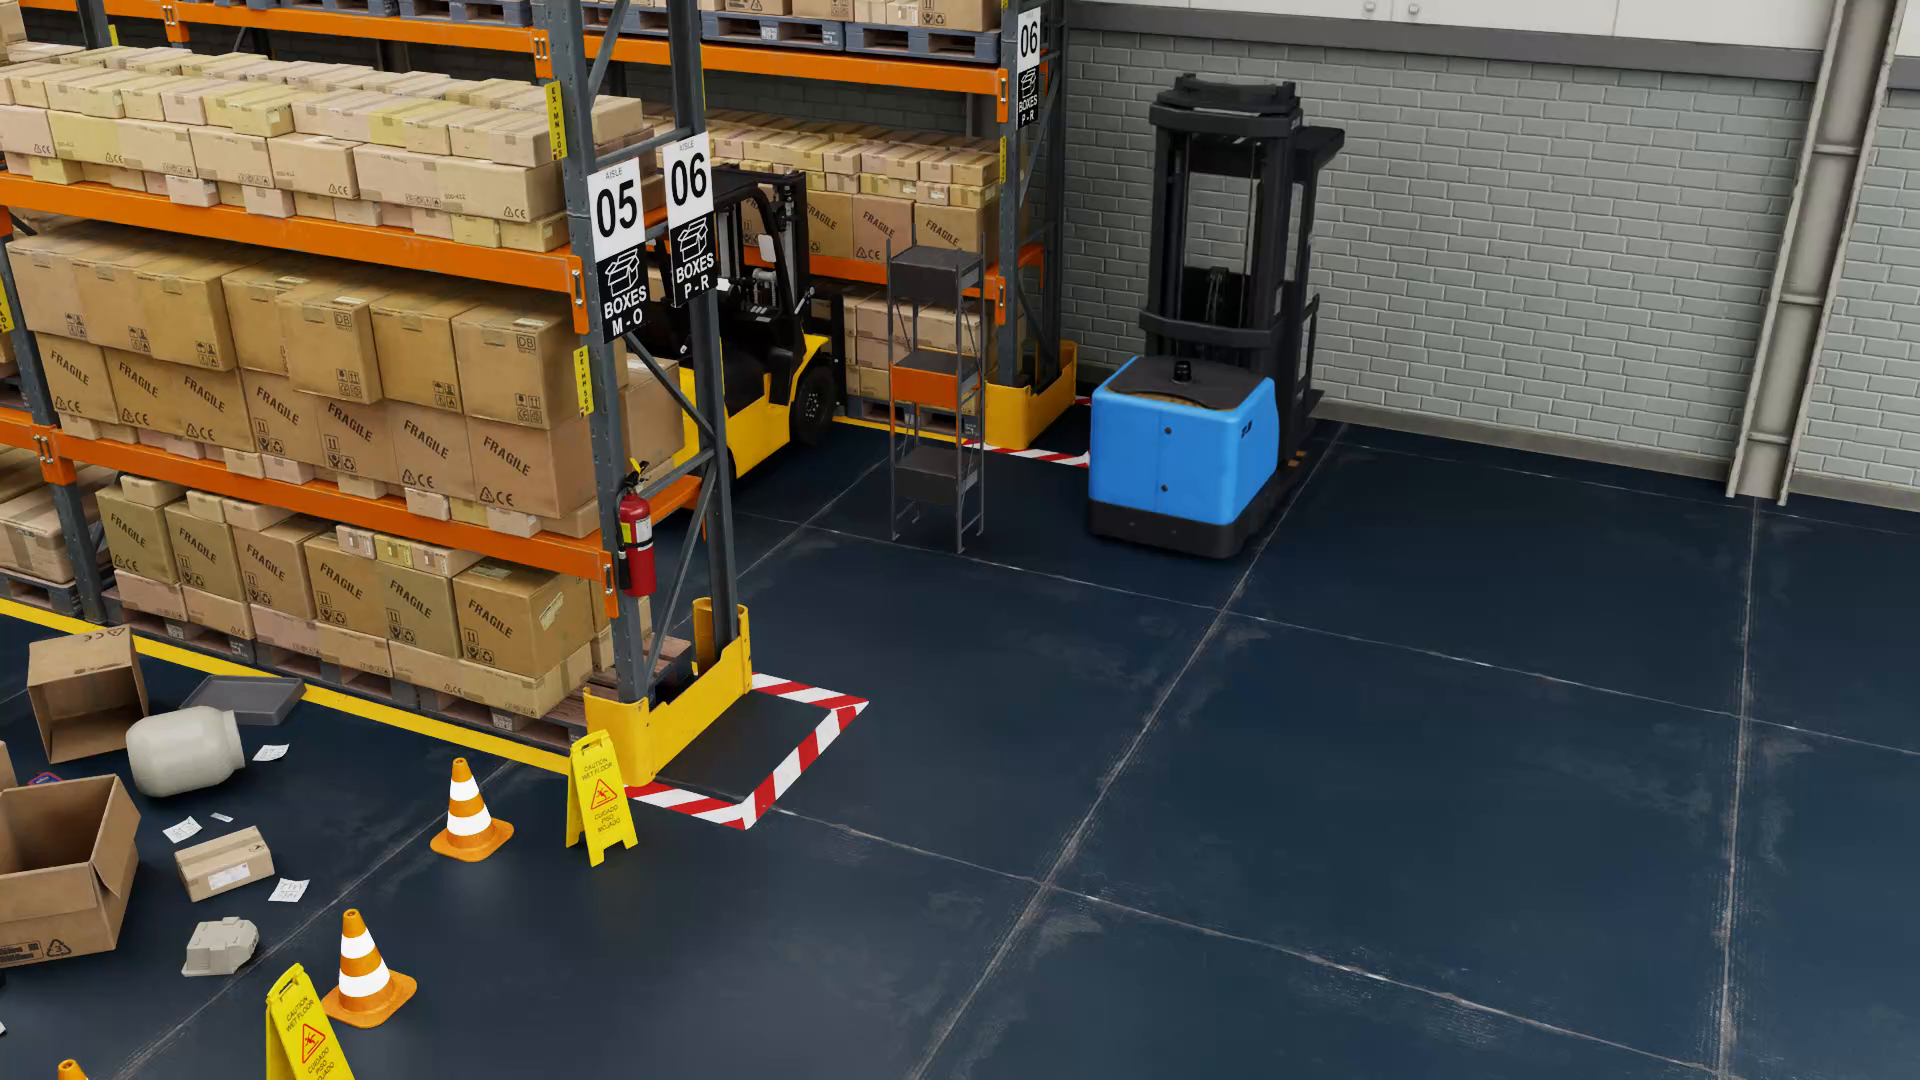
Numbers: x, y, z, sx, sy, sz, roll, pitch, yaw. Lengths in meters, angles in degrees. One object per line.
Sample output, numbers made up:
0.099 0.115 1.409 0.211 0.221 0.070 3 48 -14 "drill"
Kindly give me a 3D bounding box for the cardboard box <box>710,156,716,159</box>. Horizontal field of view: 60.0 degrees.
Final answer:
-1.998 -2.990 13.149 0.250 0.149 0.380 11 28 21 "cardboard box"

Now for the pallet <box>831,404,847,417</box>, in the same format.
-1.275 -1.389 13.902 1.213 0.211 1.003 11 28 22 "pallet"

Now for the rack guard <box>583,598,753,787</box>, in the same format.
-1.575 0.811 9.107 0.348 0.500 1.175 11 28 22 "rack guard"

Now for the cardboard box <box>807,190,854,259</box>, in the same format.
-0.947 -2.515 12.918 0.500 0.500 0.500 11 28 21 "cardboard box"

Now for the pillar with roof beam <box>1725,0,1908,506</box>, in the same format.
3.964 -2.646 6.507 0.400 9.000 9.100 11 28 22 "pillar with roof beam"

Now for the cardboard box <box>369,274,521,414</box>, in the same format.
-2.519 -1.025 8.424 0.500 0.500 0.700 12 29 22 "cardboard box"

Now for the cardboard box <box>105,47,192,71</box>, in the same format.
-4.500 -2.632 9.256 0.250 0.149 0.380 11 28 21 "cardboard box"

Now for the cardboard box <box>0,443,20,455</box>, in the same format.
-6.915 -0.389 11.214 0.625 0.372 0.950 12 29 23 "cardboard box"

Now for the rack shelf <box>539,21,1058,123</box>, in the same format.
-1.275 -3.682 12.821 4.000 0.370 1.077 11 28 22 "rack shelf"

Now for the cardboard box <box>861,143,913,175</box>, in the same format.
-0.551 -2.888 12.606 0.250 0.149 0.380 12 28 22 "cardboard box"

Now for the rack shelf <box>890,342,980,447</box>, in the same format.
-0.151 -0.960 10.923 0.480 0.518 0.431 11 28 22 "rack shelf"

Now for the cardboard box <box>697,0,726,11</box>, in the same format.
-1.871 -4.150 12.520 0.258 0.266 0.396 11 28 21 "cardboard box"

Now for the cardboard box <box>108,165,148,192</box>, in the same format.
-4.267 -1.973 8.819 0.250 0.149 0.380 12 29 23 "cardboard box"

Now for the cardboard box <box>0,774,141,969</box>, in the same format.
-4.153 1.520 7.663 0.637 0.503 0.797 -7 27 -14 "cardboard box"

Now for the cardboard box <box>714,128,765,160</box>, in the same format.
-1.723 -3.113 13.062 0.250 0.149 0.380 11 28 22 "cardboard box"

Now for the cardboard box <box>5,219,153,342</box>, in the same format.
-4.836 -1.487 9.363 0.500 0.500 0.700 11 28 21 "cardboard box"

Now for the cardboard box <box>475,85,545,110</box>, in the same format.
-2.183 -2.145 8.266 0.250 0.149 0.380 11 28 22 "cardboard box"

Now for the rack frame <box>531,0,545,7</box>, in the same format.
-3.096 -5.716 12.742 0.127 3.000 1.000 11 28 22 "rack frame"

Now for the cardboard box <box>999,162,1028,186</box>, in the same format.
0.344 -2.796 12.754 0.250 0.149 0.380 11 28 21 "cardboard box"

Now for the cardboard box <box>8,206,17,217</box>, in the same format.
-9.542 -3.282 16.945 0.500 0.500 0.500 11 28 21 "cardboard box"

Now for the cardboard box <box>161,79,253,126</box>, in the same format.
-3.787 -2.214 8.406 0.250 0.149 0.380 11 28 21 "cardboard box"

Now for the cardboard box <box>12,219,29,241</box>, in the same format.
-5.912 -1.687 10.425 0.500 0.500 0.500 11 28 22 "cardboard box"

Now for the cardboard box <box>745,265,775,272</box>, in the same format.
-1.646 -2.231 13.962 0.500 0.250 0.500 12 28 22 "cardboard box"

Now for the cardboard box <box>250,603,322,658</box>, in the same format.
-3.747 0.422 9.703 0.500 0.250 0.500 11 28 21 "cardboard box"

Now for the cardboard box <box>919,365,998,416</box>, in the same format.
-0.013 -1.207 13.013 0.500 0.250 0.500 12 28 22 "cardboard box"

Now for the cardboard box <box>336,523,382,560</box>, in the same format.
-3.172 -0.057 9.094 0.250 0.149 0.380 13 29 24 "cardboard box"

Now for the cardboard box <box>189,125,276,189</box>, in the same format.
-3.476 -1.971 8.364 0.500 0.250 0.500 12 29 22 "cardboard box"

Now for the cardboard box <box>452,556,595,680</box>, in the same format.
-2.343 0.370 8.960 0.500 0.500 0.500 12 28 22 "cardboard box"

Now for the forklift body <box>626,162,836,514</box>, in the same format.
-1.936 -1.526 11.984 1.214 2.155 2.313 11 28 22 "forklift body"

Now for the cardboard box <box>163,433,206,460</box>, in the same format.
-4.277 -0.608 9.443 0.250 0.149 0.380 12 29 23 "cardboard box"

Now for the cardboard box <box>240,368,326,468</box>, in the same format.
-3.476 -0.750 8.997 0.500 0.500 0.500 12 29 22 "cardboard box"

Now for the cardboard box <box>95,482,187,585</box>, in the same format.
-4.722 -0.103 9.921 0.500 0.500 0.500 13 29 24 "cardboard box"

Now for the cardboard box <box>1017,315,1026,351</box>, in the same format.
0.203 -1.642 13.330 0.500 0.250 0.500 12 29 23 "cardboard box"

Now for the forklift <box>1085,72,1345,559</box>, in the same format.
1.956 -1.813 11.684 1.130 2.935 3.031 12 29 23 "forklift"

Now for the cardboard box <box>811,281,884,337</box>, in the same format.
-0.934 -1.835 13.156 0.500 0.250 0.500 12 29 22 "cardboard box"

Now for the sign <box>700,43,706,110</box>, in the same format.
-1.282 -2.253 8.114 0.005 0.325 0.100 11 28 22 "sign"

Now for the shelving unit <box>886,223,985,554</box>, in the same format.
-0.151 -0.972 10.917 0.503 2.100 0.431 11 28 22 "shelving unit"

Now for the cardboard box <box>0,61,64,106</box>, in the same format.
-4.996 -2.430 8.845 0.250 0.149 0.380 11 28 21 "cardboard box"

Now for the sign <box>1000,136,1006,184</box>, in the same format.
0.308 -2.703 11.836 0.005 0.325 0.100 11 28 22 "sign"

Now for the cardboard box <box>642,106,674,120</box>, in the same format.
-2.469 -3.495 13.837 0.250 0.149 0.380 11 28 20 "cardboard box"

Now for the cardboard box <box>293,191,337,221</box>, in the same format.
-3.101 -1.728 8.322 0.250 0.149 0.380 11 28 20 "cardboard box"

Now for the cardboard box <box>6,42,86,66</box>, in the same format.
-5.513 -2.763 9.834 0.500 0.250 0.500 11 28 20 "cardboard box"

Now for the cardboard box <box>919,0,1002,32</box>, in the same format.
0.041 -3.900 11.748 0.500 0.500 0.500 12 29 23 "cardboard box"

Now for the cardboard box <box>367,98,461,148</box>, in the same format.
-2.604 -2.000 7.971 0.250 0.149 0.380 12 28 22 "cardboard box"

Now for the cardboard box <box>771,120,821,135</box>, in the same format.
-1.310 -3.251 13.343 0.250 0.149 0.380 12 29 23 "cardboard box"

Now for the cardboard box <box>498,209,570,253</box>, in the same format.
-1.947 -1.483 7.824 0.250 0.149 0.380 11 28 22 "cardboard box"

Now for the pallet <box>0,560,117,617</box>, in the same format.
-5.857 0.081 10.916 1.213 0.211 1.003 11 28 22 "pallet"

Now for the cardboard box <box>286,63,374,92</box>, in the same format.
-3.317 -2.404 8.792 0.250 0.149 0.380 12 29 22 "cardboard box"

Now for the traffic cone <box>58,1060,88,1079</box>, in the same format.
-3.359 2.182 6.364 0.334 0.463 0.336 11 28 22 "traffic cone"

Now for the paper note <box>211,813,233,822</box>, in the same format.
-3.749 1.409 8.446 0.123 0.001 0.032 11 28 22 "paper note"

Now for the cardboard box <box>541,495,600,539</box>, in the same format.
-1.935 -0.166 8.546 0.250 0.149 0.380 12 29 24 "cardboard box"

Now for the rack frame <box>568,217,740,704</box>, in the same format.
-1.506 -0.297 8.527 0.127 3.000 1.000 11 28 22 "rack frame"

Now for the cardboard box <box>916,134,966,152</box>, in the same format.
-0.143 -3.014 12.861 0.250 0.149 0.380 12 29 23 "cardboard box"

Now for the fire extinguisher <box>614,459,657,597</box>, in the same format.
-1.593 -0.056 8.125 0.183 0.674 0.296 11 28 22 "fire extinguisher"

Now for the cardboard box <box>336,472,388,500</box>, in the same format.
-3.128 -0.372 8.964 0.250 0.149 0.380 11 28 21 "cardboard box"

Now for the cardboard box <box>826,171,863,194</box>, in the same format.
-0.826 -2.767 12.695 0.250 0.149 0.380 10 28 20 "cardboard box"
